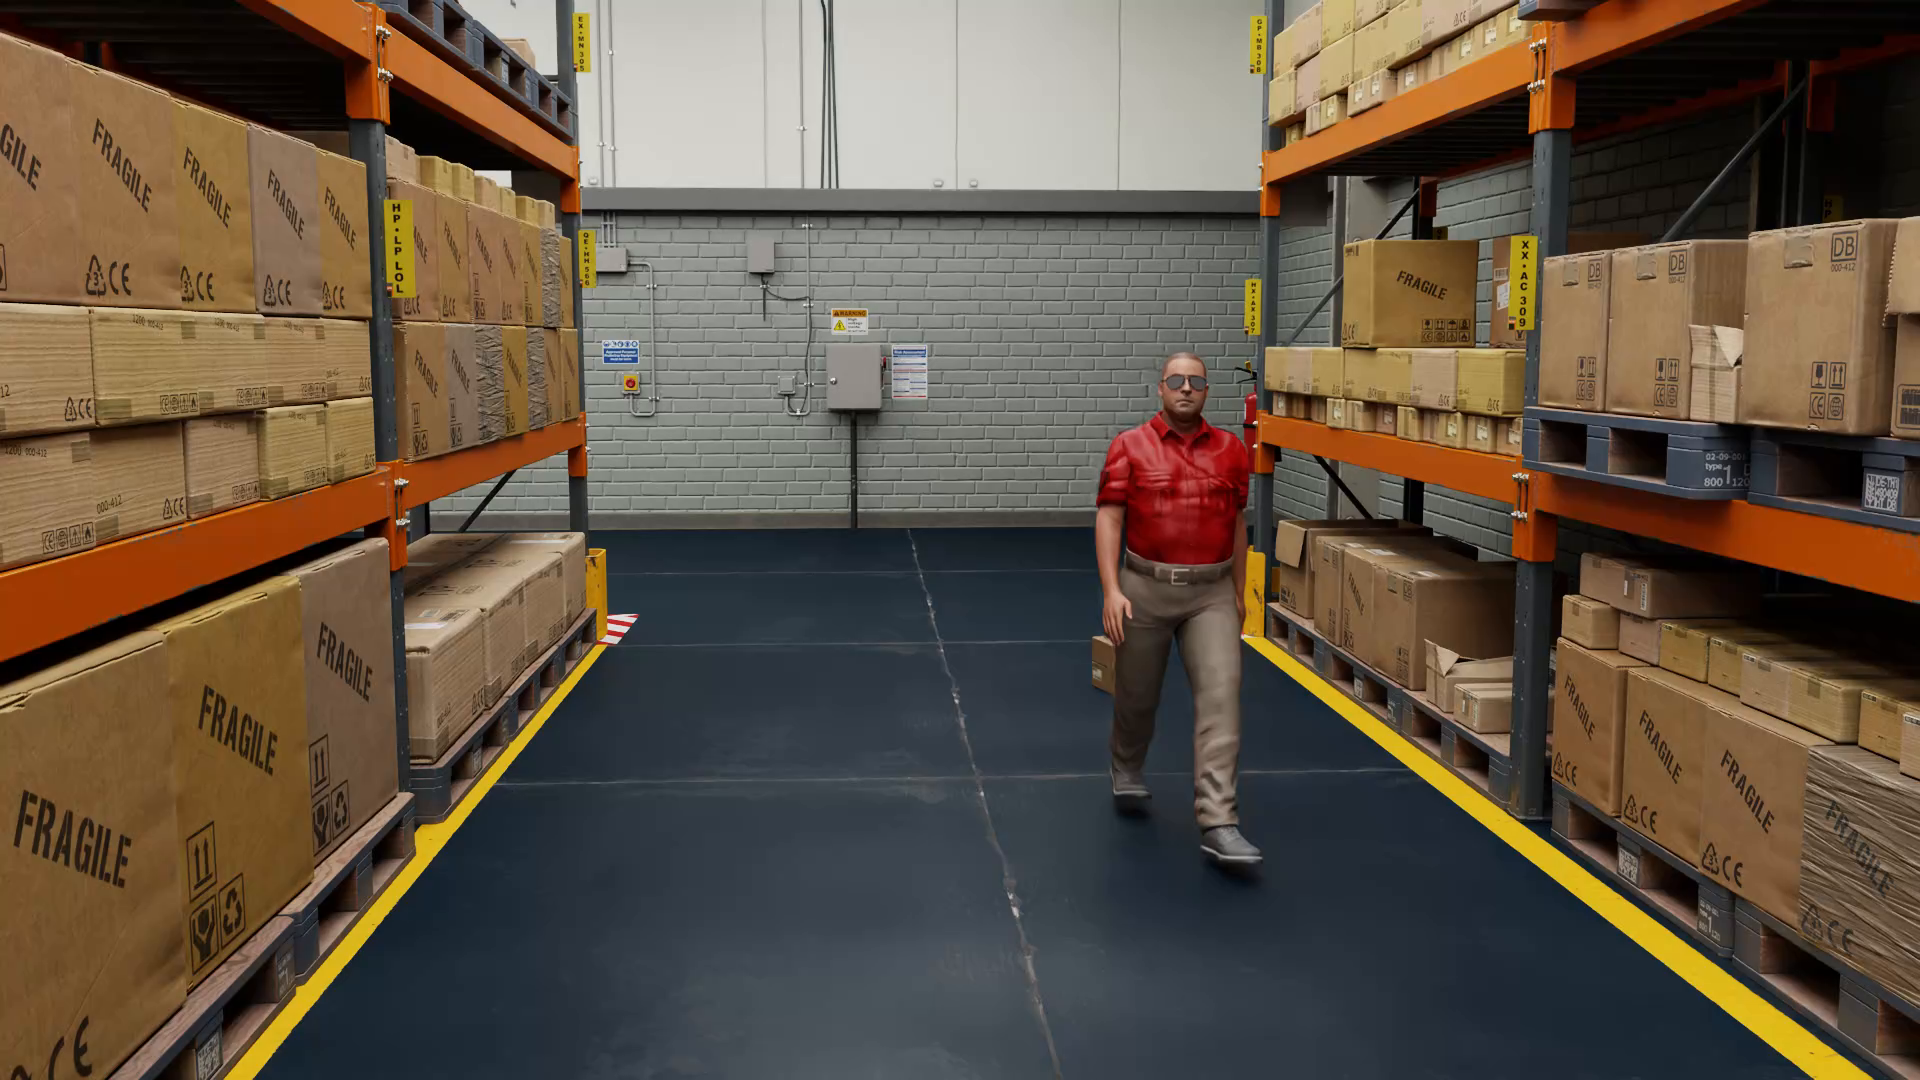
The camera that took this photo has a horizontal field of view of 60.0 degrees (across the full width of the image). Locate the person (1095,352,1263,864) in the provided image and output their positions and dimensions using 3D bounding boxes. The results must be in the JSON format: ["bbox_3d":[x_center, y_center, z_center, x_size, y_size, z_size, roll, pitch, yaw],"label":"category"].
[{"bbox_3d":[0.747,0.196,5.715,0.569,1.671,1.056,0,7,-3],"label":"person"}]
